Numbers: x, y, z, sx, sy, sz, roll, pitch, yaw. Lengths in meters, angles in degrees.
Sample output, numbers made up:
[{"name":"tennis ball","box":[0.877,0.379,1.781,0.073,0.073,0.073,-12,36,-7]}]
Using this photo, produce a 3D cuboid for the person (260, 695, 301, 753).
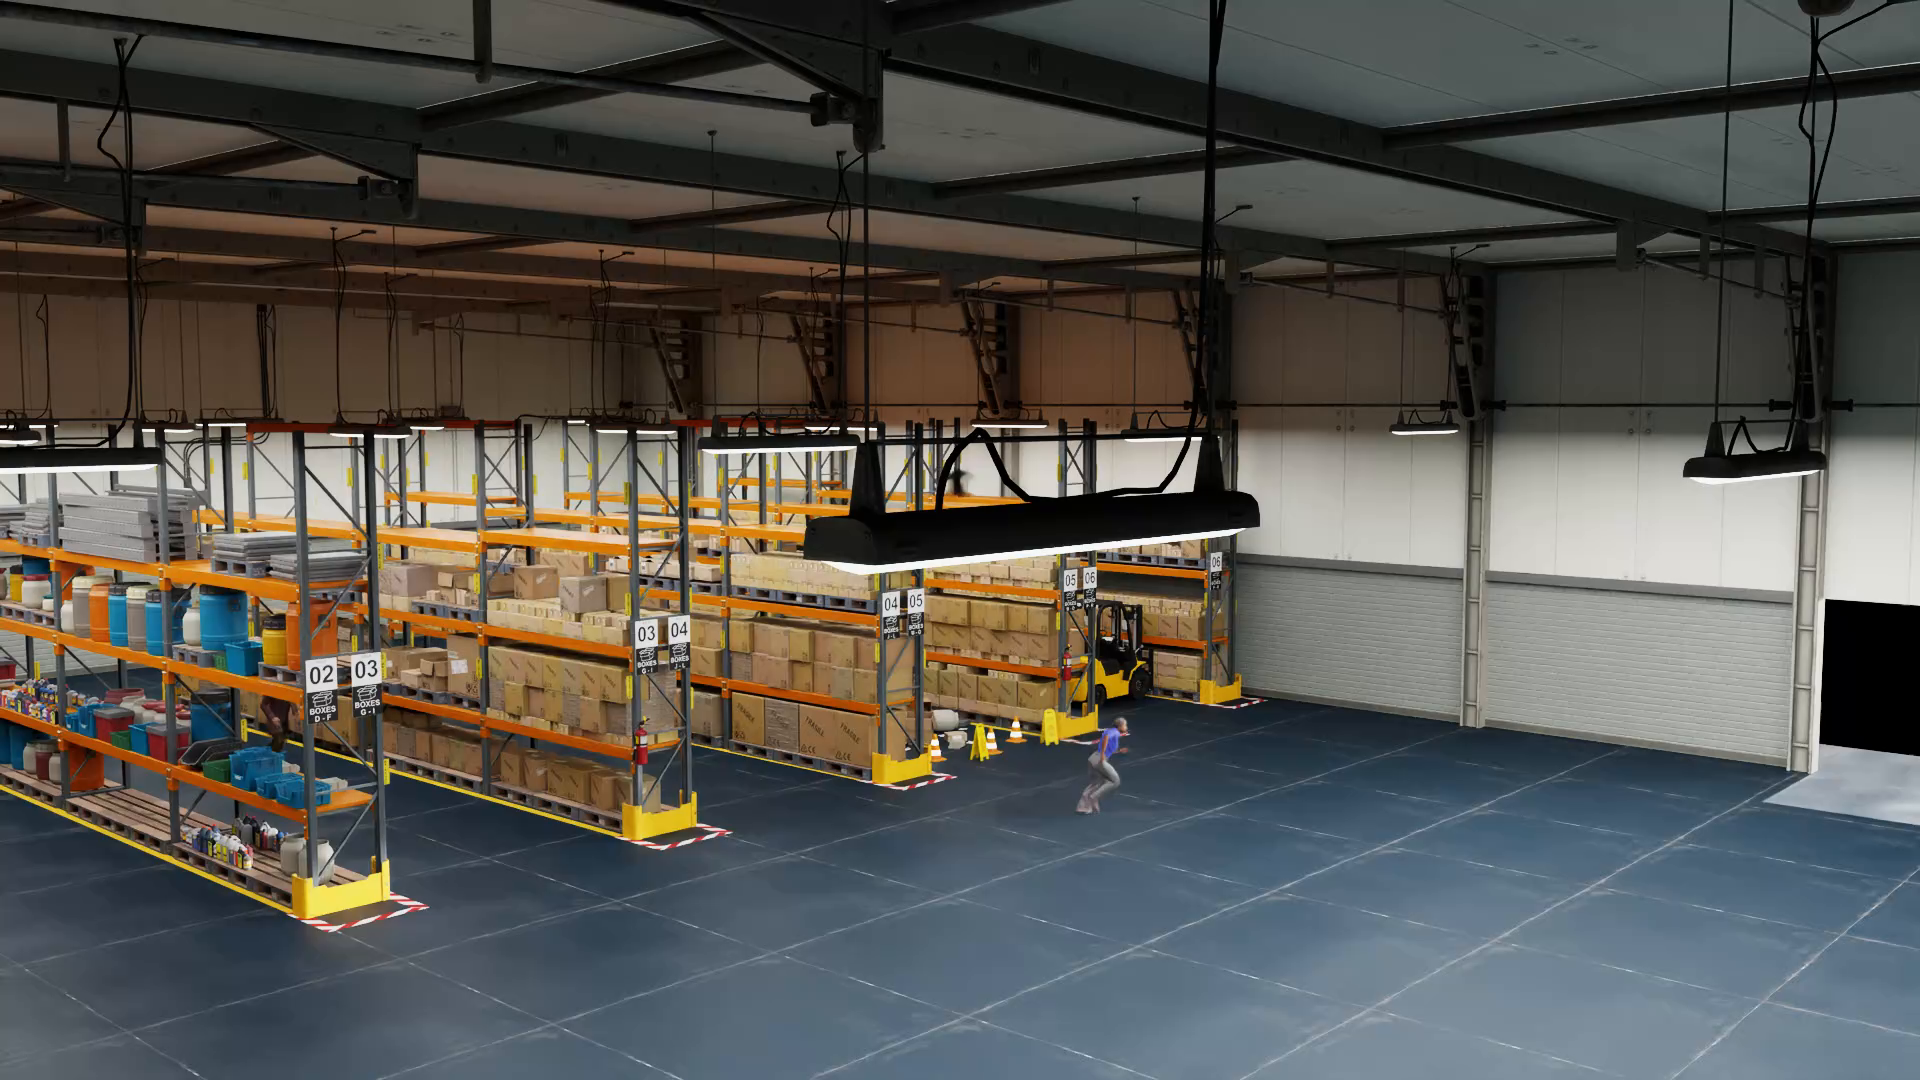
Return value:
[{"name":"person","box":[-11.921,3.124,28.929,0.884,1.685,0.714,2,5,21]}]

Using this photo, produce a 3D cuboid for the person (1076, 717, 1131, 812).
[{"name":"person","box":[2.236,3.490,25.681,0.888,1.472,0.606,-1,5,-12]}]
